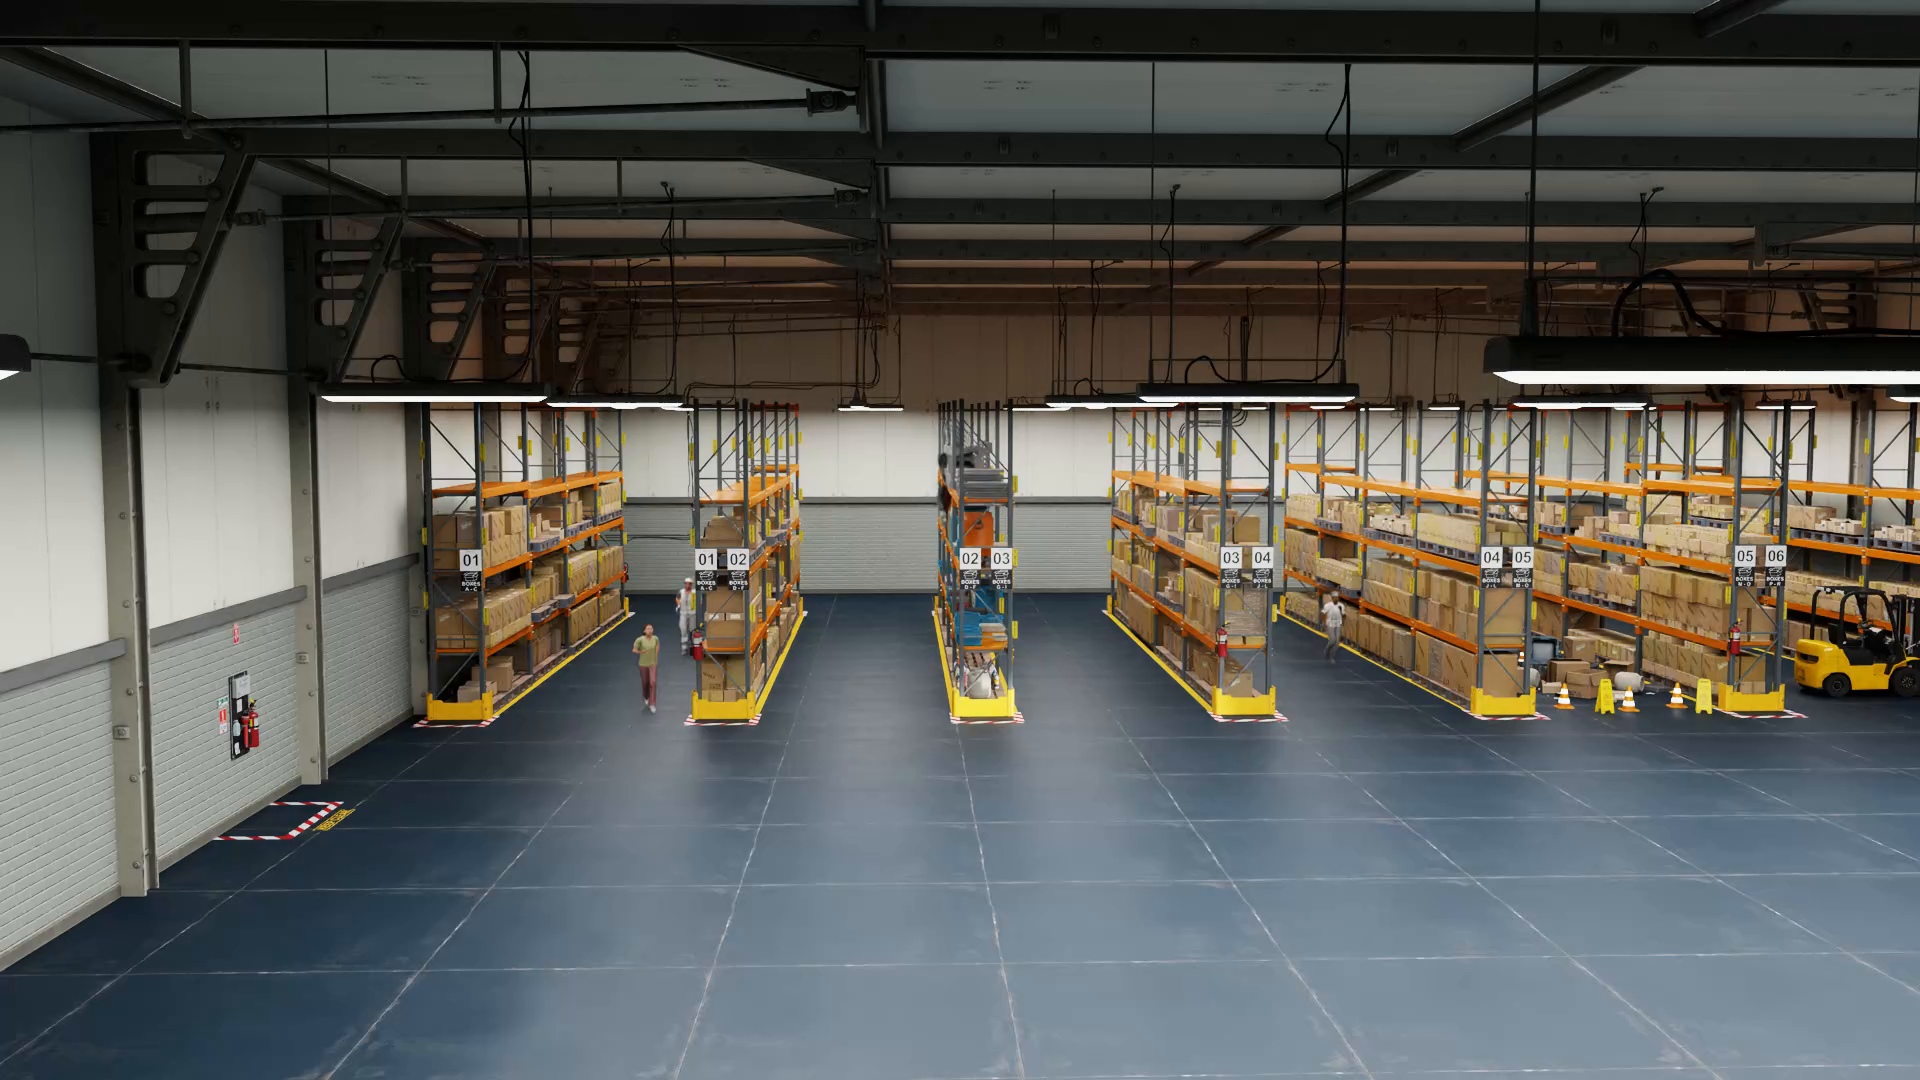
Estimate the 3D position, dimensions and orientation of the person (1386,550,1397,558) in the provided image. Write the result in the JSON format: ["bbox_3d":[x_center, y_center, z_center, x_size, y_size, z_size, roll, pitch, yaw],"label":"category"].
[{"bbox_3d":[12.742,1.068,49.153,0.961,1.782,0.671,0,4,-3],"label":"person"}]

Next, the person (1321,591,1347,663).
[{"bbox_3d":[8.598,1.998,38.095,0.560,1.663,0.574,0,4,-5],"label":"person"}]

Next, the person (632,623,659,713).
[{"bbox_3d":[-6.057,2.446,32.135,0.554,1.705,0.874,-1,5,-18],"label":"person"}]

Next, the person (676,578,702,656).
[{"bbox_3d":[-6.468,1.803,39.631,0.652,1.805,0.983,0,4,0],"label":"person"}]
